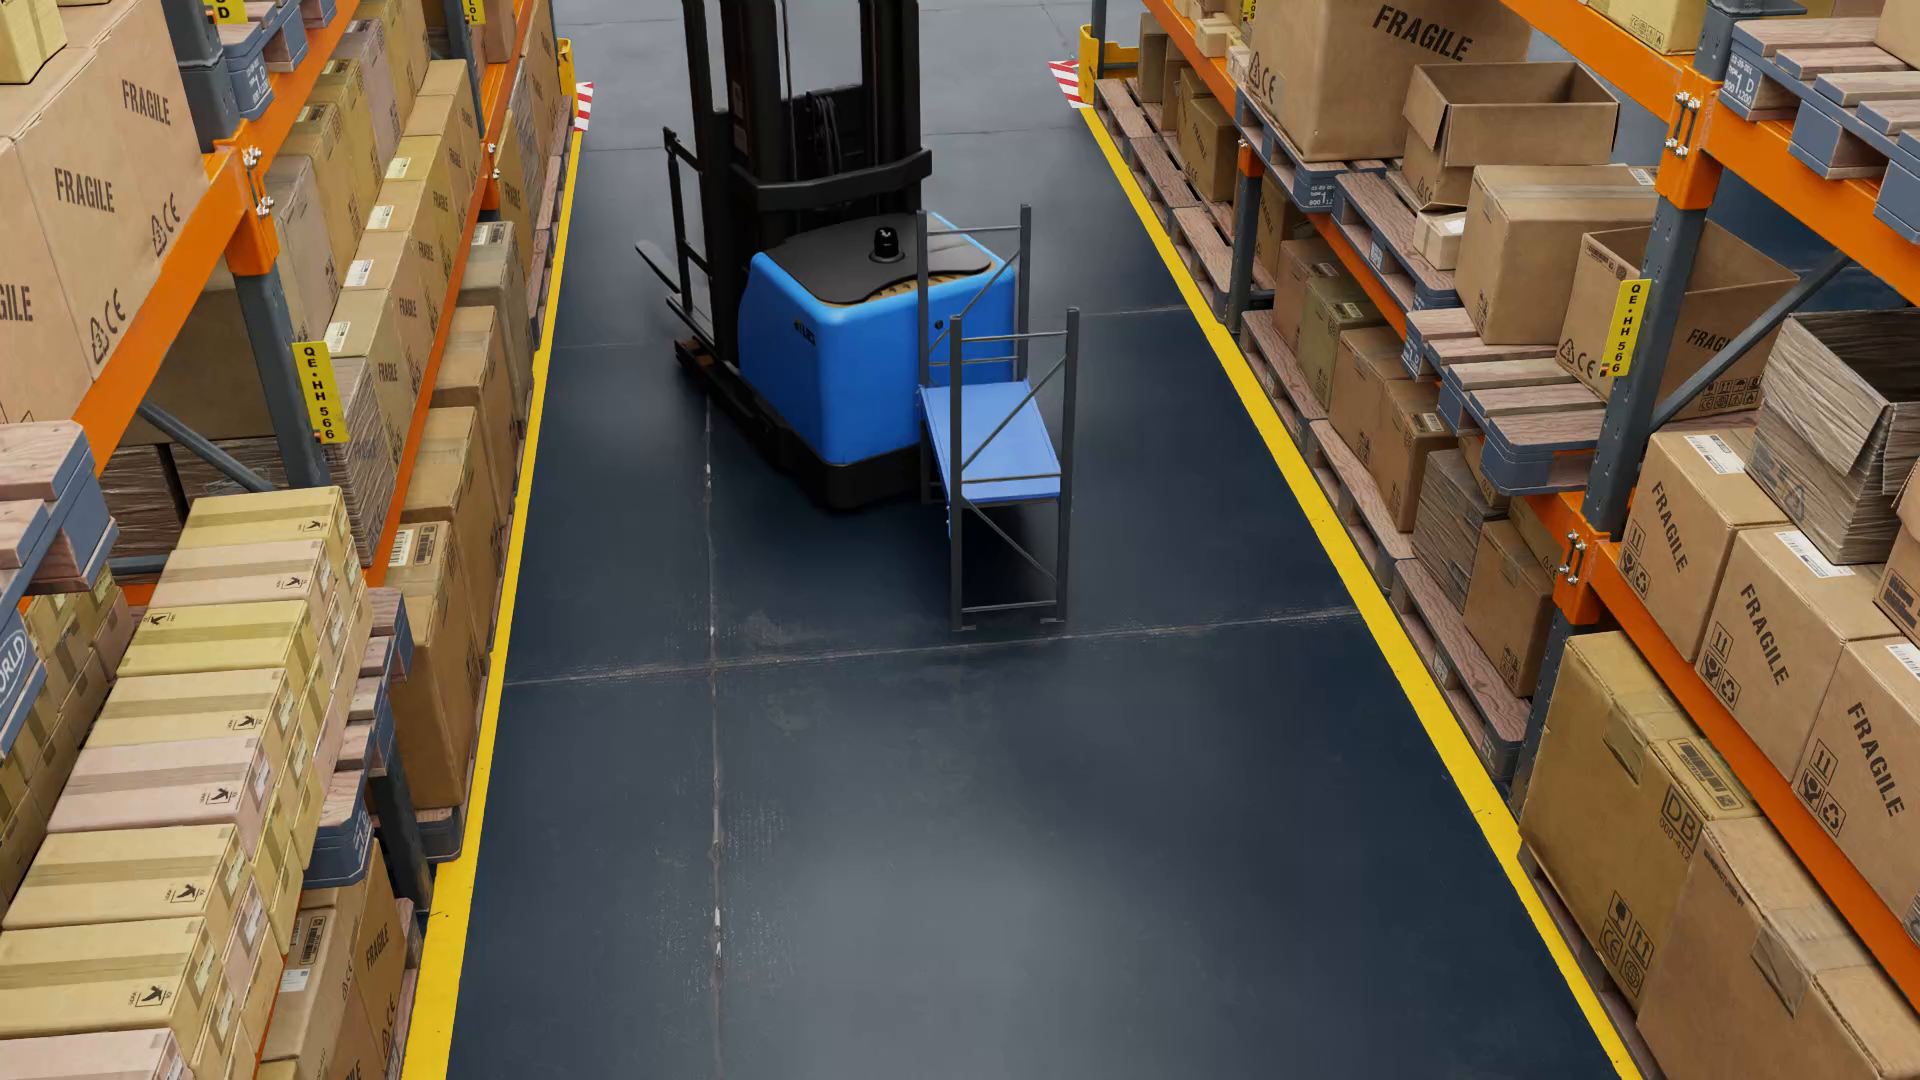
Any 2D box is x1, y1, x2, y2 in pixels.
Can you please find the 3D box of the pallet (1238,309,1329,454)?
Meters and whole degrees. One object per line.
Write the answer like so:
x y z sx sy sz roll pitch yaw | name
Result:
2.136 -0.890 8.869 1.003 0.211 1.213 -4 35 -6 | pallet

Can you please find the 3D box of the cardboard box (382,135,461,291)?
-2.428 -1.364 6.999 0.500 0.500 0.500 -4 34 -6 | cardboard box

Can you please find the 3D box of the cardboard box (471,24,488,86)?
-3.057 -2.730 8.959 0.875 0.550 0.550 -4 35 -6 | cardboard box

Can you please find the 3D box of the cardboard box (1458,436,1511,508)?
2.366 -0.370 6.793 0.500 0.250 0.500 -1 34 -1 | cardboard box

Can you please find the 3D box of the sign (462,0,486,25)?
-2.363 -2.650 8.017 0.100 0.325 0.005 -4 35 -6 | sign

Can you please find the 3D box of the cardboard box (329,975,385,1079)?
-1.947 1.571 4.627 0.500 0.500 0.500 -3 34 -4 | cardboard box

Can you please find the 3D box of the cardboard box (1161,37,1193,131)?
1.673 -3.169 11.583 0.500 0.500 0.500 4 35 6 | cardboard box

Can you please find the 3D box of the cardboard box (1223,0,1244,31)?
1.998 -3.178 9.398 0.875 0.500 0.500 -4 35 -6 | cardboard box

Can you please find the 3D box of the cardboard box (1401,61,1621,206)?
2.354 -1.733 7.164 0.797 0.503 0.637 -1 34 -1 | cardboard box

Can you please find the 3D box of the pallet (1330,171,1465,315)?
2.261 -1.267 7.116 1.003 0.211 1.213 -4 35 -6 | pallet

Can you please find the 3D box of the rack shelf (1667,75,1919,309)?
2.836 -0.071 3.166 1.077 0.370 4.000 -4 35 -6 | rack shelf

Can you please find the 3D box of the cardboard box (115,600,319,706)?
-1.774 0.284 3.991 0.380 0.149 0.250 -3 34 -5 | cardboard box

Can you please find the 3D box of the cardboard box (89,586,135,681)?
-2.501 0.270 4.541 0.380 0.149 0.250 -5 35 -7 | cardboard box

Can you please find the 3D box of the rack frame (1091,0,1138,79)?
1.492 -4.709 11.996 1.000 3.000 0.127 -4 35 -6 | rack frame

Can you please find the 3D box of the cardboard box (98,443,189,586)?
-2.688 -0.198 5.288 0.500 0.500 0.500 -4 35 -6 | cardboard box

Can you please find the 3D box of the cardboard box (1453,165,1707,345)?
2.281 -1.062 6.183 0.700 0.500 0.500 0 34 1 | cardboard box

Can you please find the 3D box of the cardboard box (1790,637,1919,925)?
2.507 0.579 4.148 0.500 0.500 0.500 -5 35 -7 | cardboard box

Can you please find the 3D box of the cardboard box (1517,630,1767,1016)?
2.640 0.846 5.358 1.225 0.875 0.875 -6 35 -9 | cardboard box

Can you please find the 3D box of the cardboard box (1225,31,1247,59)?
1.711 -2.755 9.352 0.380 0.149 0.250 -4 35 -6 | cardboard box

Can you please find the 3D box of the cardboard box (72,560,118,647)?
-2.495 0.167 4.428 0.380 0.149 0.250 -3 34 -4 | cardboard box

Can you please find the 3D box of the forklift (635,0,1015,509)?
-0.900 -2.163 8.321 1.130 2.935 3.031 -18 38 -24 | forklift

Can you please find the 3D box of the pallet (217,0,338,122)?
-2.500 -1.442 4.707 1.213 0.211 1.003 -3 34 -4 | pallet

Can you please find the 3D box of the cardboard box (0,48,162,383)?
-1.952 -0.629 3.257 0.500 0.500 0.500 -4 35 -6 | cardboard box

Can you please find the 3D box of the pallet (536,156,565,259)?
-3.091 -2.118 10.670 1.003 0.211 1.213 -4 35 -6 | pallet

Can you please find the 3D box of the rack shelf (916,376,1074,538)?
0.135 -0.383 7.300 0.538 0.185 1.000 -5 35 -7 | rack shelf

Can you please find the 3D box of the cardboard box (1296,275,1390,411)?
2.136 -1.014 8.403 0.700 0.500 0.500 -5 35 -7 | cardboard box

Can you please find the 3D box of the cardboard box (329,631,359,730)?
-1.808 0.384 4.373 0.380 0.149 0.250 -4 35 -7 | cardboard box

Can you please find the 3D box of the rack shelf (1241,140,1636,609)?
2.299 -1.063 7.286 1.077 0.370 4.000 -4 35 -6 | rack shelf

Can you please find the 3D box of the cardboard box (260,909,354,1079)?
-1.931 1.267 4.408 0.500 0.250 0.500 -4 34 -6 | cardboard box

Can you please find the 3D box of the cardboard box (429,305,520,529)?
-2.600 -0.523 7.479 1.050 0.750 0.750 -4 35 -6 | cardboard box

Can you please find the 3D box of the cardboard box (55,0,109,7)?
-2.049 -1.316 3.586 0.396 0.266 0.258 -4 35 -6 | cardboard box

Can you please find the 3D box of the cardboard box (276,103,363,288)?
-2.552 -1.199 5.870 0.700 0.500 0.500 -5 35 -7 | cardboard box

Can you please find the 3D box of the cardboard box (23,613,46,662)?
-2.423 0.319 3.941 0.380 0.149 0.250 -5 35 -7 | cardboard box

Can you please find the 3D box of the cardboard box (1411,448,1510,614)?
2.370 -0.074 7.025 0.700 0.500 0.500 -7 35 -10 | cardboard box

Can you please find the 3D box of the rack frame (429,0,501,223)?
-2.899 -2.158 8.252 1.000 3.000 0.127 -4 35 -6 | rack frame

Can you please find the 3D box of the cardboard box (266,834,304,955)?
-1.705 0.817 3.738 0.380 0.149 0.250 -6 35 -8 | cardboard box

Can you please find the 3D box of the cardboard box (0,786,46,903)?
-2.390 0.721 3.879 0.380 0.149 0.250 -3 34 -4 | cardboard box

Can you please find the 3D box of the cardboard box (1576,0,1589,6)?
2.180 -1.945 5.410 0.500 0.250 0.500 -4 35 -7 | cardboard box

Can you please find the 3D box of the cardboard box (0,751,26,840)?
-2.383 0.608 3.781 0.380 0.149 0.250 -4 35 -6 | cardboard box

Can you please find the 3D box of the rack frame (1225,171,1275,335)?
2.030 -2.477 8.721 1.000 3.000 0.127 -4 35 -6 | rack frame

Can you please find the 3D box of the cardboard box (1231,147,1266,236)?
1.931 -2.163 10.107 0.500 0.500 0.500 6 35 9 | cardboard box

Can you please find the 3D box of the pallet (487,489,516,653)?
-2.553 0.102 7.413 1.003 0.211 1.213 -4 35 -6 | pallet

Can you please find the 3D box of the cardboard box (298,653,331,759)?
-1.768 0.419 4.058 0.380 0.149 0.250 -4 34 -5 | cardboard box

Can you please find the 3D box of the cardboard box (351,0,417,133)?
-2.755 -2.049 7.116 0.700 0.500 0.500 -5 35 -7 | cardboard box

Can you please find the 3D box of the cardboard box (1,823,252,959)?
-1.669 0.720 3.352 0.380 0.149 0.250 -3 34 -4 | cardboard box

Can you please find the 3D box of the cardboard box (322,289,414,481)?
-2.225 -0.521 5.762 0.500 0.500 0.500 -5 35 -7 | cardboard box

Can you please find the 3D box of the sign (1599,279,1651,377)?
2.031 -0.644 5.074 0.100 0.325 0.005 -4 35 -6 | sign

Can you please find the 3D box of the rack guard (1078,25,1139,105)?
1.502 -3.634 12.638 1.175 0.500 0.348 -4 35 -6 | rack guard

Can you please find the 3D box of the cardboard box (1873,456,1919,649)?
2.735 0.073 4.000 0.797 0.503 0.637 -4 34 -5 | cardboard box

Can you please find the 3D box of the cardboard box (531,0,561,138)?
-3.280 -3.312 11.460 0.875 0.875 0.875 -4 34 -6 | cardboard box

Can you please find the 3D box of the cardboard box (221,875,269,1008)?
-1.668 0.843 3.436 0.380 0.149 0.250 -4 34 -5 | cardboard box

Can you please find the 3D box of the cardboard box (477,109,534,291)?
-2.914 -1.809 9.255 0.875 0.875 0.875 -4 34 -6 | cardboard box

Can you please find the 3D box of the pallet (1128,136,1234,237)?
1.737 -2.379 11.053 1.003 0.211 1.213 -4 35 -6 | pallet

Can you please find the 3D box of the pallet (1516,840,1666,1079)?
2.599 1.353 5.577 1.003 0.211 1.213 -4 35 -6 | pallet

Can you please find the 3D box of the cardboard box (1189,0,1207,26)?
1.590 -3.172 9.964 0.380 0.149 0.250 -4 35 -6 | cardboard box

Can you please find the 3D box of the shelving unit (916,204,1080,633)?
0.135 -0.532 7.198 0.538 1.500 1.048 -5 35 -7 | shelving unit

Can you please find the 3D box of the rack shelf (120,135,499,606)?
-2.630 -0.744 6.817 1.077 0.370 4.000 -4 35 -6 | rack shelf
